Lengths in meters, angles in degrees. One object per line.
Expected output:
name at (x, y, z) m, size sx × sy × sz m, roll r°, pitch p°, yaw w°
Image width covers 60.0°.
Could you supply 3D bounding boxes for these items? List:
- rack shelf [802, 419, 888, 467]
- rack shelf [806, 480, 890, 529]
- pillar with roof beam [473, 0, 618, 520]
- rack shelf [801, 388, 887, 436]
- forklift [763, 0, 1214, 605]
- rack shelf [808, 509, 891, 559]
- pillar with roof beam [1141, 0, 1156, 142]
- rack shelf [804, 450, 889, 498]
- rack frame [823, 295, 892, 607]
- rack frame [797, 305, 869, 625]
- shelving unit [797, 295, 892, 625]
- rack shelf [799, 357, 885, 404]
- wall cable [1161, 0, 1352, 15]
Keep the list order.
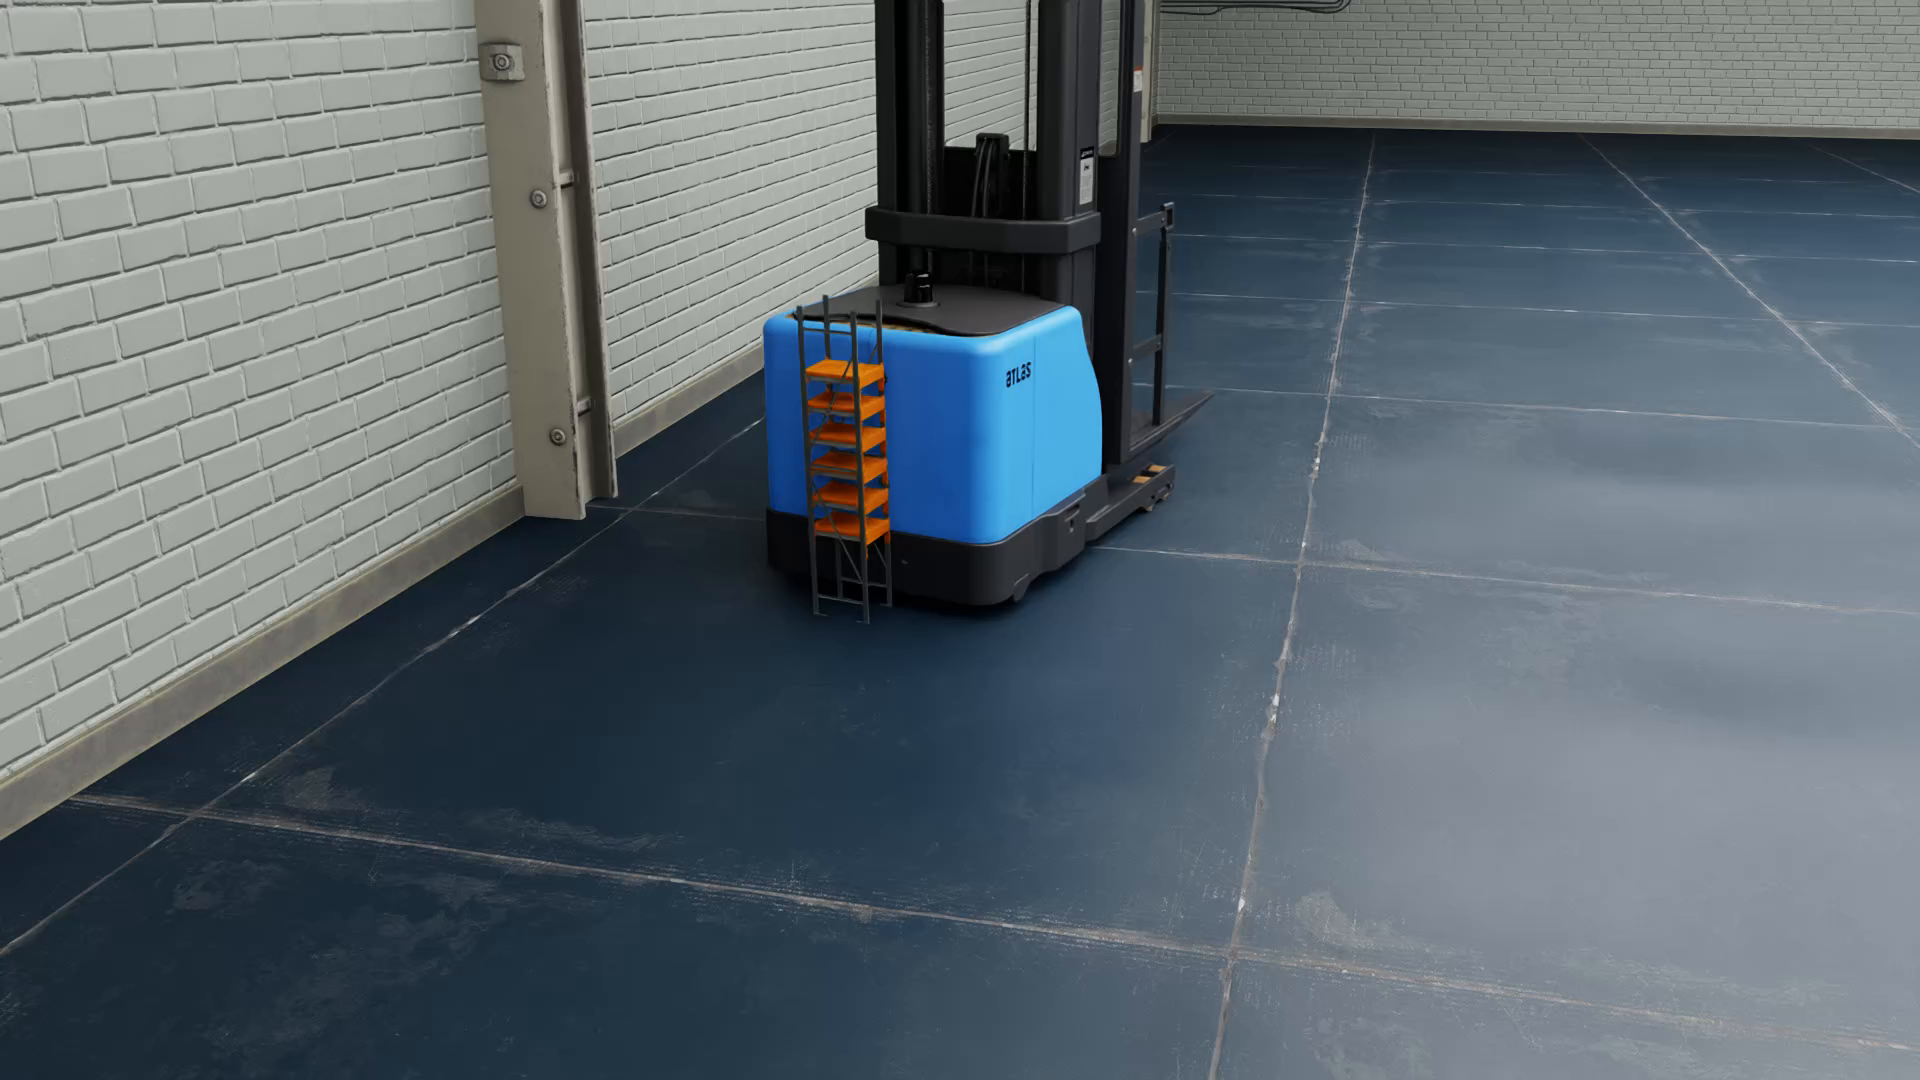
rack shelf at (-0.423, -0.359, 6.137) m, size 0.258 × 0.103 × 0.180 m, roll 9°, pitch 23°, yaw 25°
rack shelf at (-0.418, -0.135, 6.224) m, size 0.258 × 0.103 × 0.180 m, roll 9°, pitch 23°, yaw 25°
pillar with roof beam at (2.373, -4.082, 5.218) m, size 9.100 × 9.000 × 0.400 m, roll 5°, pitch 19°, yaw 13°
rack shelf at (-0.425, -0.471, 6.094) m, size 0.258 × 0.103 × 0.180 m, roll 9°, pitch 23°, yaw 25°
forklift at (0.350, -1.573, 7.258) m, size 1.130 × 2.935 × 3.031 m, roll 9°, pitch 21°, yaw 26°
rack shelf at (-0.416, -0.023, 6.267) m, size 0.258 × 0.103 × 0.180 m, roll 9°, pitch 23°, yaw 25°
pillar with roof beam at (6.771, -9.724, 21.735) m, size 9.100 × 9.000 × 0.400 m, roll 5°, pitch 19°, yaw 13°
rack shelf at (-0.420, -0.247, 6.181) m, size 0.258 × 0.103 × 0.180 m, roll 9°, pitch 23°, yaw 25°
rack frame at (-0.381, -0.319, 6.241) m, size 0.240 × 1.200 × 0.006 m, roll 9°, pitch 23°, yaw 25°
rack frame at (-0.462, -0.258, 6.088) m, size 0.240 × 1.200 × 0.006 m, roll 9°, pitch 23°, yaw 25°
shelving unit at (-0.421, -0.289, 6.165) m, size 0.258 × 1.200 × 0.189 m, roll 9°, pitch 23°, yaw 25°
rack shelf at (-0.428, -0.583, 6.051) m, size 0.258 × 0.103 × 0.180 m, roll 9°, pitch 23°, yaw 25°
wall cable at (4.599, -9.414, 25.630) m, size 3.097 × 2.526 × 0.112 m, roll 5°, pitch 19°, yaw 13°
